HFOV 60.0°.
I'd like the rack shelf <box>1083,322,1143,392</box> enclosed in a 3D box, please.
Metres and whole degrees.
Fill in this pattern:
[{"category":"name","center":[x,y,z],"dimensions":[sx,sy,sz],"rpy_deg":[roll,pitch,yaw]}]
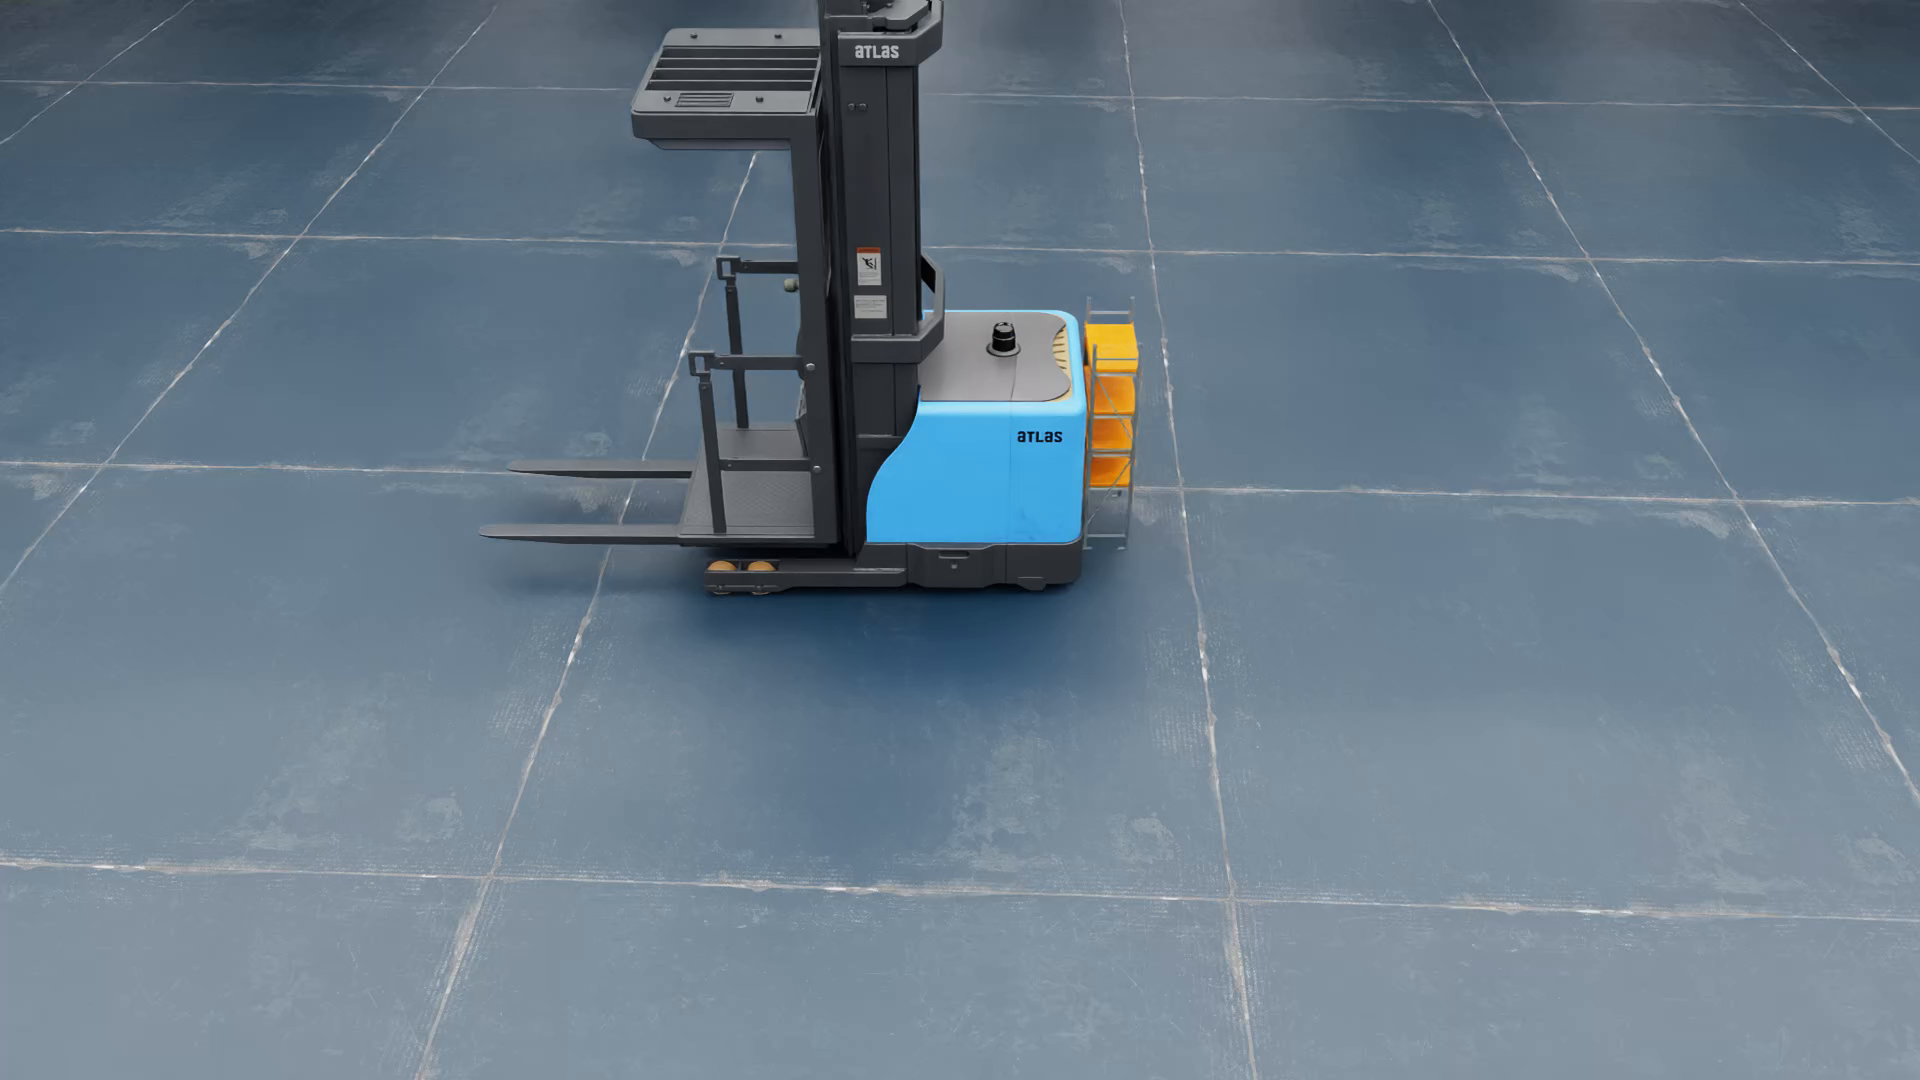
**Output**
[{"category":"rack shelf","center":[0.755,-0.907,8.259],"dimensions":[0.258,0.148,0.480],"rpy_deg":[0,35,0]}]

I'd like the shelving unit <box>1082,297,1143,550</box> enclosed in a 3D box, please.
[{"category":"shelving unit","center":[0.755,-0.585,8.485],"dimensions":[0.258,1.200,0.503],"rpy_deg":[0,35,0]}]

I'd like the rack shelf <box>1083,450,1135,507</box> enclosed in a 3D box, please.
[{"category":"rack shelf","center":[0.755,-0.368,8.638],"dimensions":[0.258,0.148,0.480],"rpy_deg":[0,35,0]}]

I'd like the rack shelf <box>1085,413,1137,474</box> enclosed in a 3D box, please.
[{"category":"rack shelf","center":[0.755,-0.530,8.524],"dimensions":[0.258,0.148,0.480],"rpy_deg":[0,35,0]}]

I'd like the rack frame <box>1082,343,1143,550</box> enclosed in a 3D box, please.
[{"category":"rack frame","center":[0.755,-0.445,8.285],"dimensions":[0.240,1.200,0.015],"rpy_deg":[0,35,0]}]

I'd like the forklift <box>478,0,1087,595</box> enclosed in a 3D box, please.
[{"category":"forklift","center":[-0.905,-1.230,7.897],"dimensions":[3.031,2.935,1.130],"rpy_deg":[0,35,0]}]

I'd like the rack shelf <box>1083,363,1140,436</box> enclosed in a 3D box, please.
[{"category":"rack shelf","center":[0.755,-0.713,8.395],"dimensions":[0.258,0.148,0.480],"rpy_deg":[0,35,0]}]

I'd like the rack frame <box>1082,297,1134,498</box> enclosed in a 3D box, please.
[{"category":"rack frame","center":[0.755,-0.726,8.685],"dimensions":[0.240,1.200,0.015],"rpy_deg":[0,35,0]}]
